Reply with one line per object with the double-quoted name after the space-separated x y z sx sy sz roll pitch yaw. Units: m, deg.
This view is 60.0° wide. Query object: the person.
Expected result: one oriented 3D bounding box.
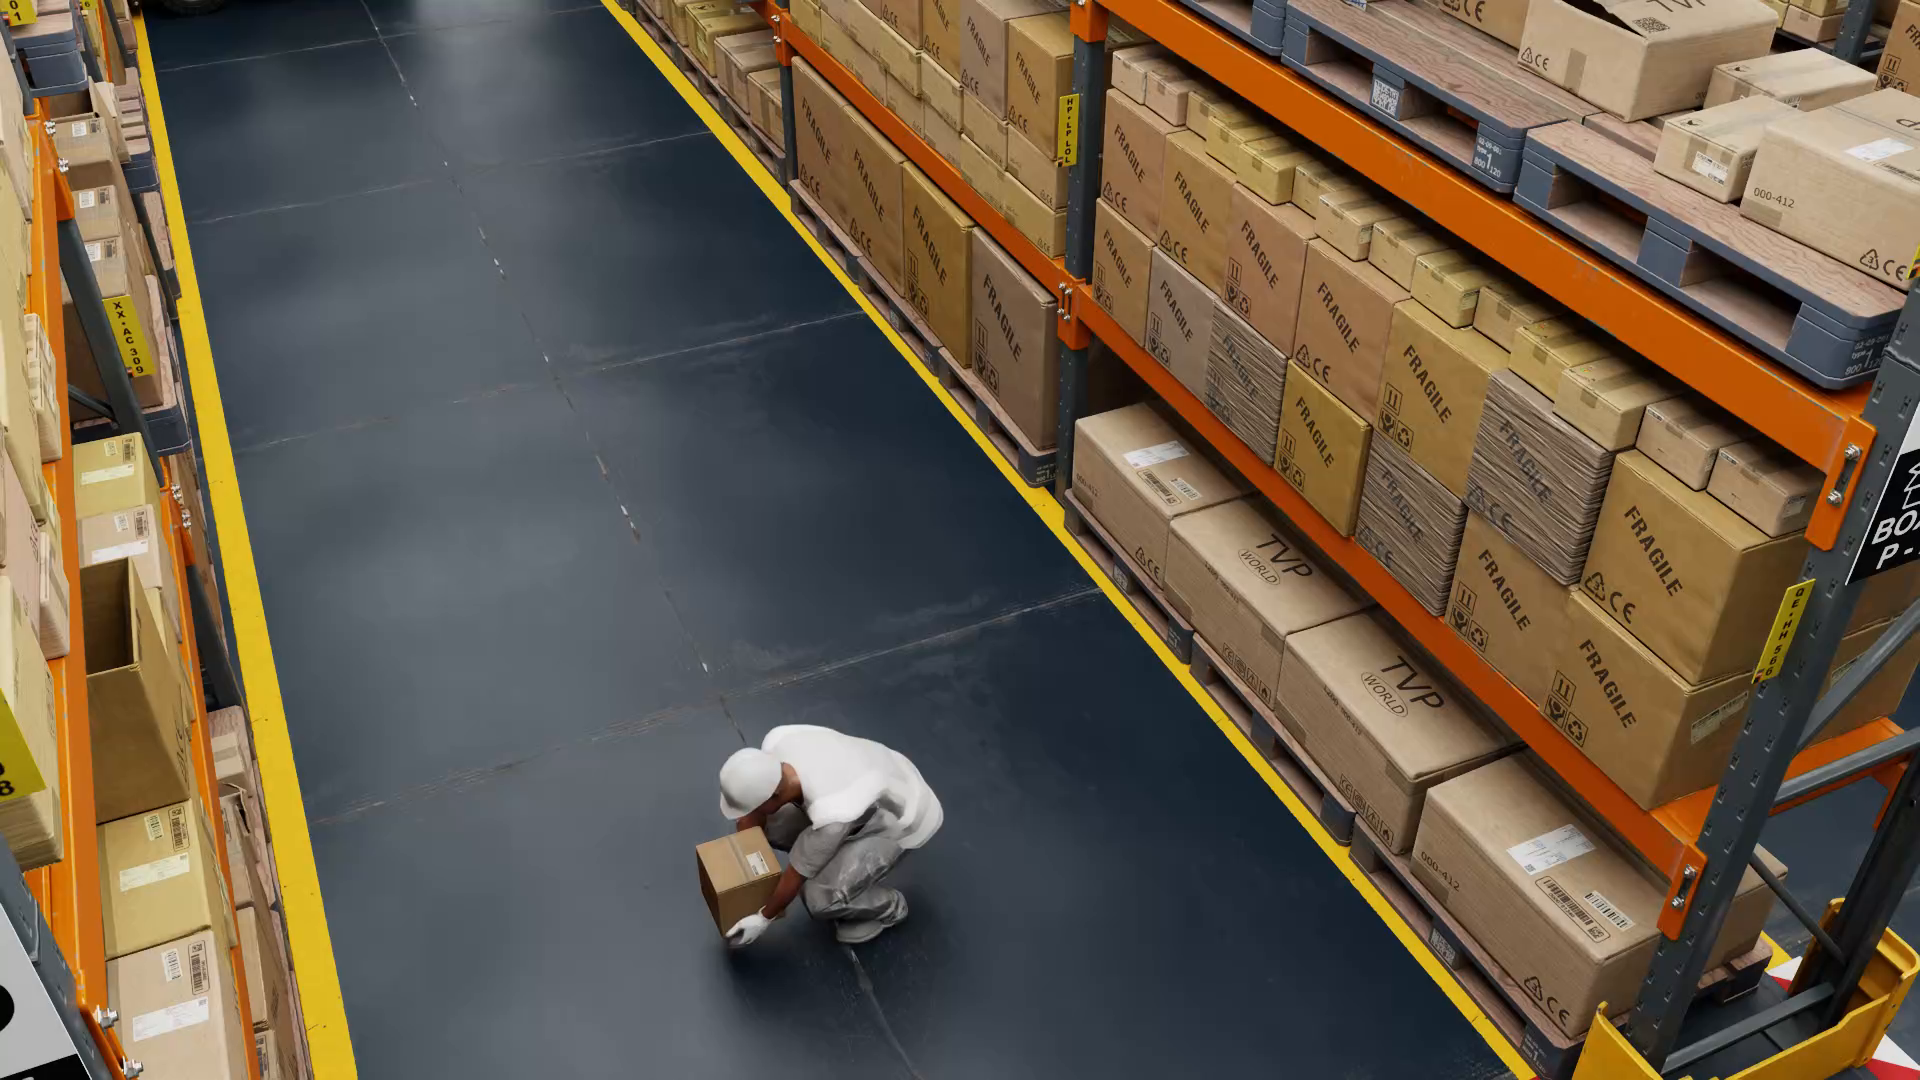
-0.495 1.048 6.097 0.891 1.011 0.560 -16 40 -21 "person"
